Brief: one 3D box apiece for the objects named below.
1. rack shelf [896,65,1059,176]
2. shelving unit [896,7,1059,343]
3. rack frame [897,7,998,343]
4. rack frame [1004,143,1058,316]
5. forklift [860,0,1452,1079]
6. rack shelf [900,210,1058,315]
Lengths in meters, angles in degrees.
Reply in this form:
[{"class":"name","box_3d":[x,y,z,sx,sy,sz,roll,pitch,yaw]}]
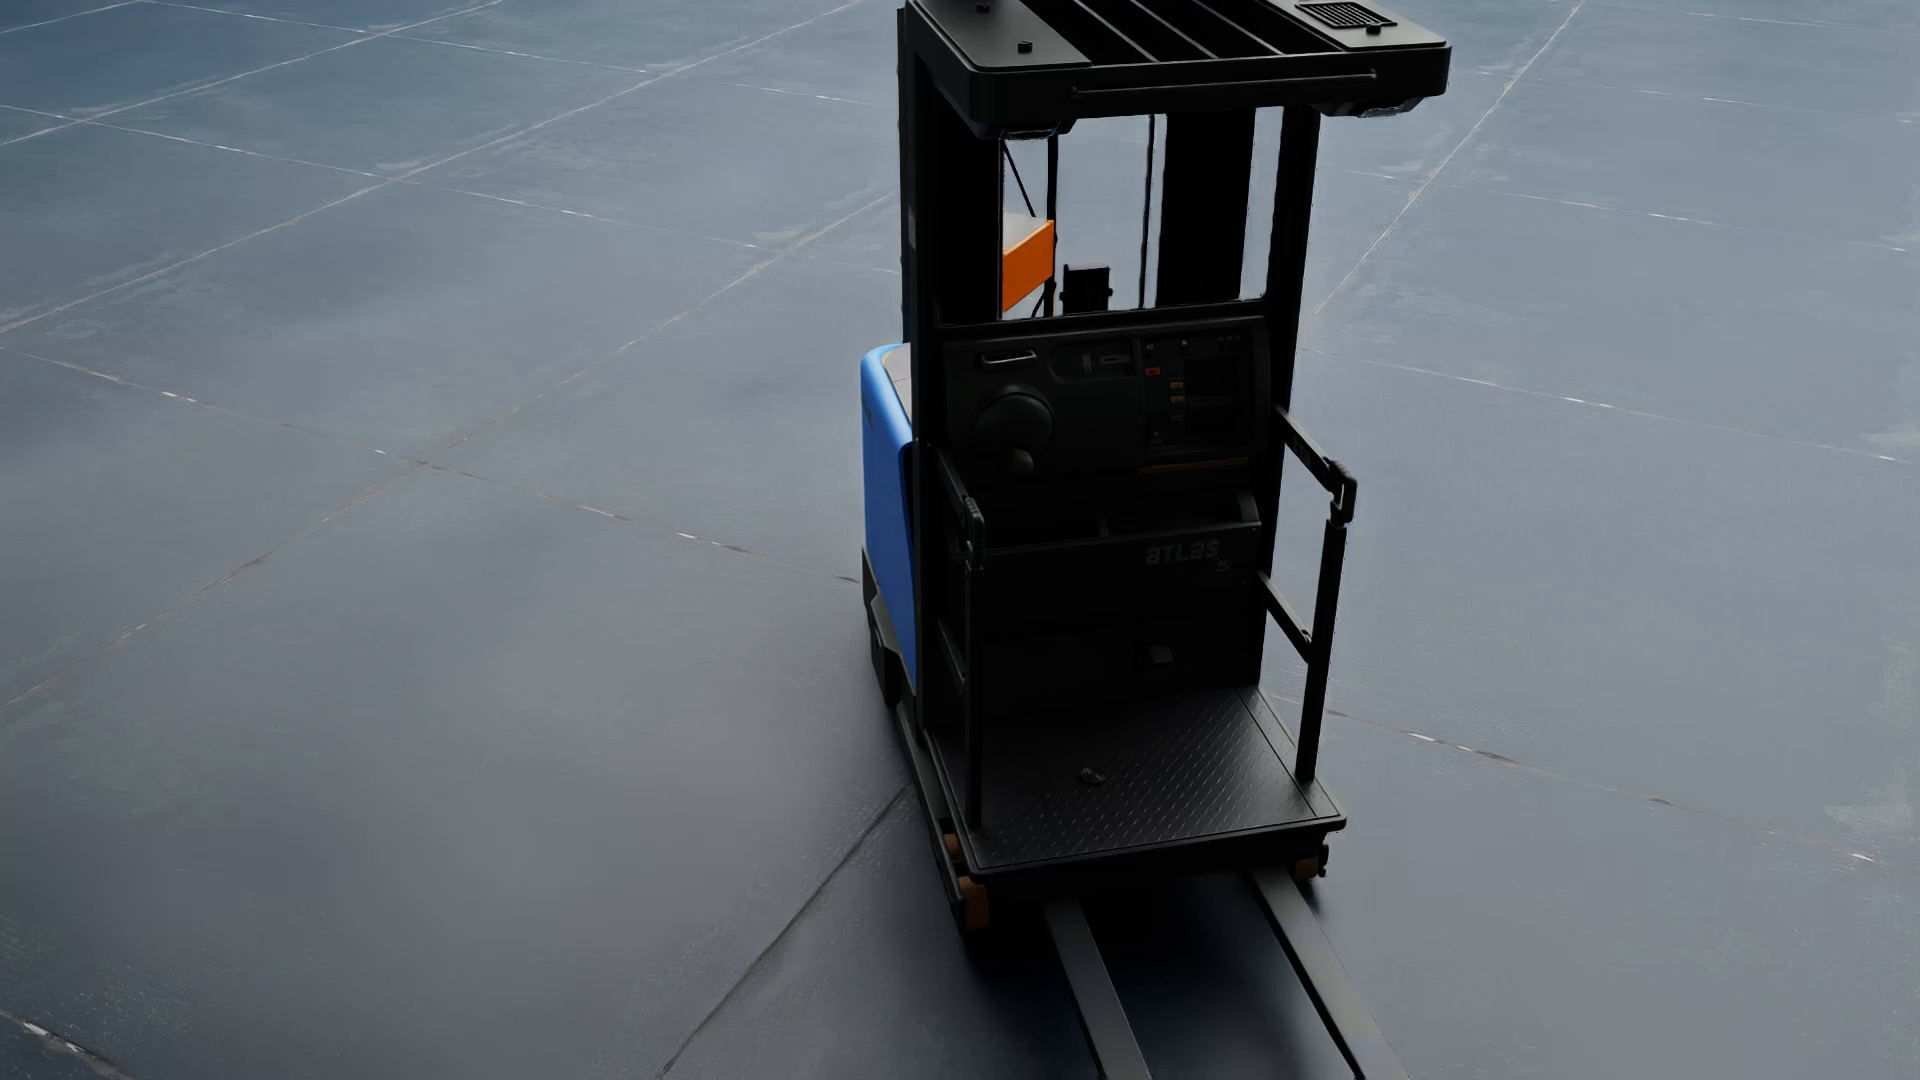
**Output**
[{"class":"rack shelf","box_3d":[0.075,-1.579,6.013,0.431,0.518,0.480,14,33,23]},{"class":"shelving unit","box_3d":[0.075,-0.984,6.355,0.431,2.100,0.503,14,33,23]},{"class":"rack frame","box_3d":[-0.036,-0.876,6.167,0.400,2.100,0.015,14,33,23]},{"class":"rack frame","box_3d":[0.187,-1.092,6.543,0.400,2.100,0.015,14,33,23]},{"class":"forklift","box_3d":[0.460,-0.350,4.416,1.130,2.935,3.031,-6,30,-11]},{"class":"rack shelf","box_3d":[0.075,-0.972,6.362,0.431,0.518,0.480,14,33,23]}]
